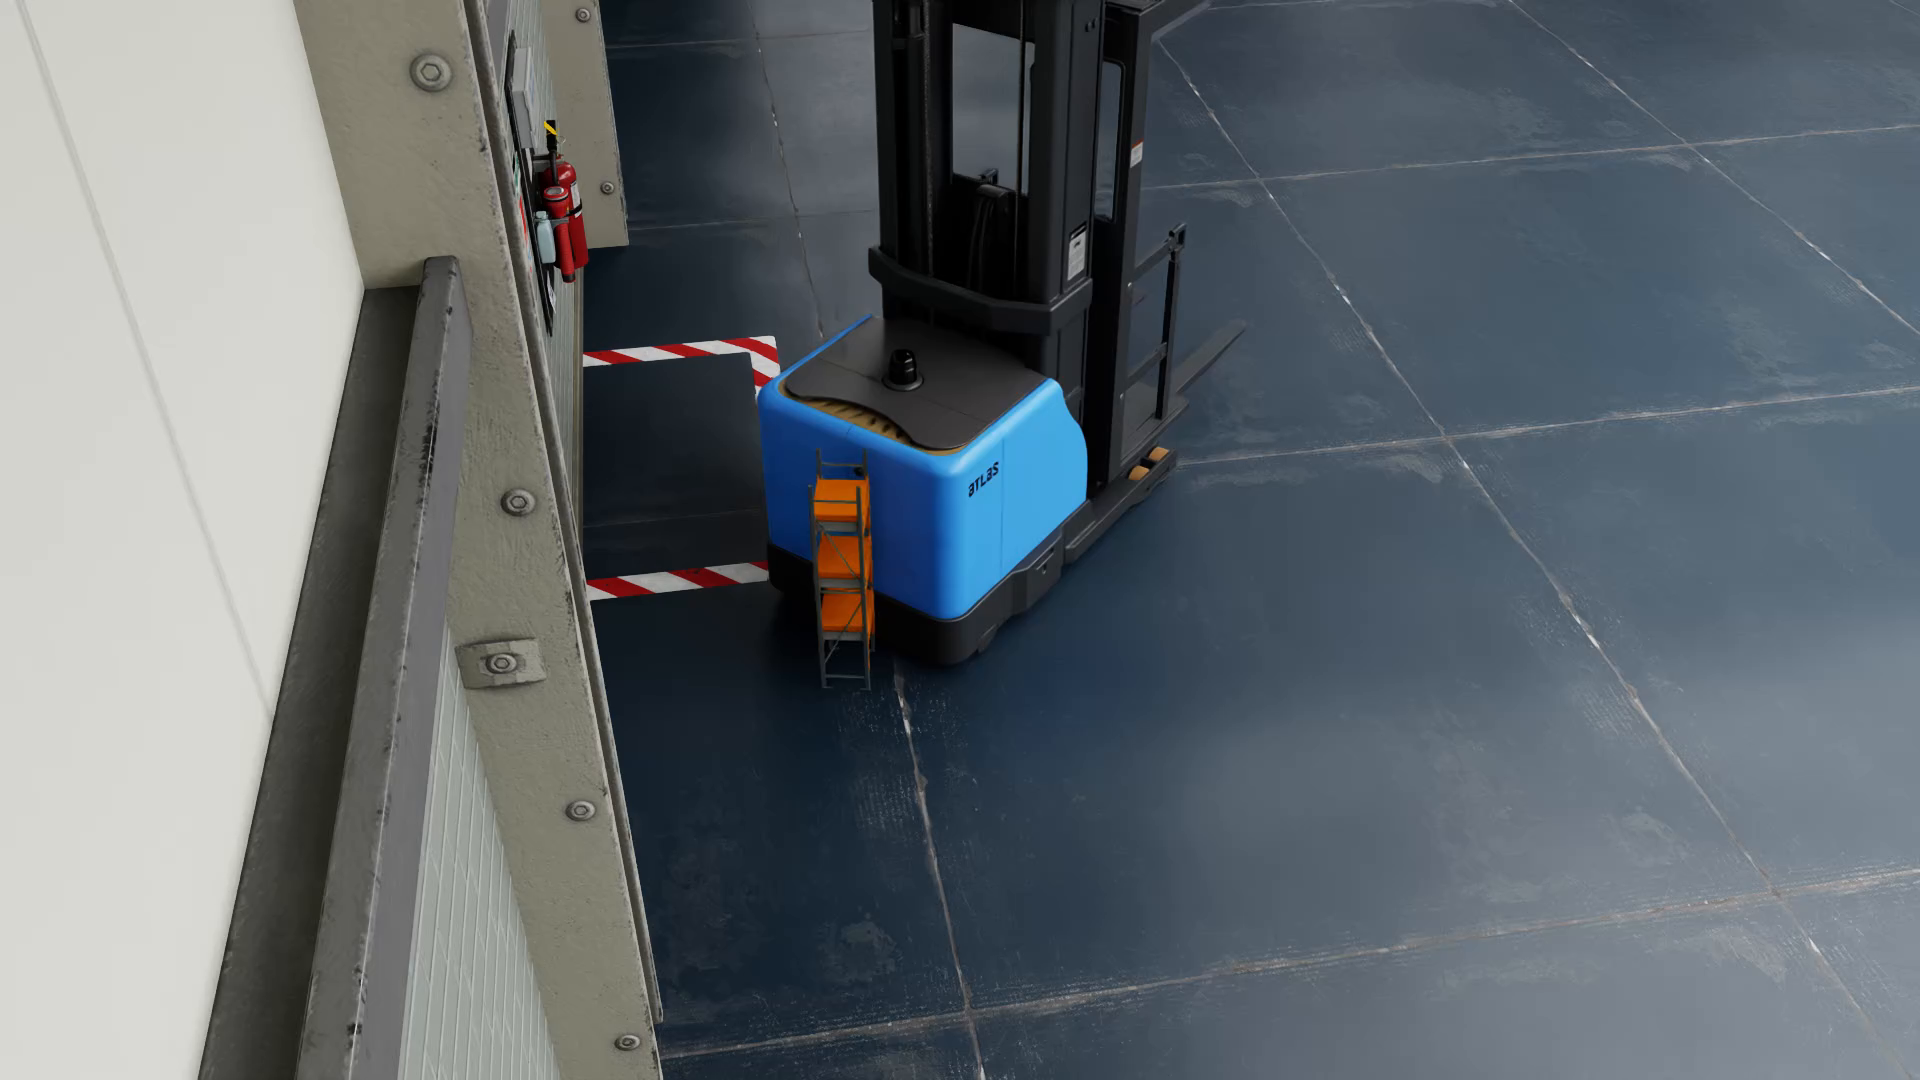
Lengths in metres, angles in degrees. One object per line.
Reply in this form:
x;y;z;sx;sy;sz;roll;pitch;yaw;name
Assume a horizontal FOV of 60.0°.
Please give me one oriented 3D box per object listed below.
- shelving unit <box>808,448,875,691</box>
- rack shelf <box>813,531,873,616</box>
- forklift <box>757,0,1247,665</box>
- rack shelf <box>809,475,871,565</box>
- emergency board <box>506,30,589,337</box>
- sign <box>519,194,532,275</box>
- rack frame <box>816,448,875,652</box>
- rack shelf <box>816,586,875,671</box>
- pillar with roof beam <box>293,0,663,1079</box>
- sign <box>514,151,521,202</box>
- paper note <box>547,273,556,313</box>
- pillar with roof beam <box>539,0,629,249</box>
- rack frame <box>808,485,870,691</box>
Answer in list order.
-0.470;0.135;6.720;0.215;1.050;0.252;2;38;2;shelving unit
-0.470;0.143;6.726;0.215;0.259;0.240;2;38;2;rack shelf
0.402;-1.499;7.290;1.130;2.935;3.031;23;43;27;forklift
-0.470;-0.080;6.551;0.215;0.259;0.240;2;38;2;rack shelf
-1.792;-1.573;7.329;0.194;1.169;0.643;-6;38;-8;emergency board
-1.796;-1.242;6.874;0.001;0.329;0.234;-6;38;-8;sign
-0.464;0.060;6.816;0.200;1.050;0.008;2;38;2;rack frame
-0.470;0.362;6.897;0.215;0.259;0.240;2;38;2;rack shelf
3.103;-2.277;3.346;9.100;9.000;0.400;-6;38;-8;pillar with roof beam
-1.788;-1.455;6.716;0.001;0.109;0.331;-6;38;-8;sign
-1.829;-1.110;7.452;0.016;0.148;0.142;-6;38;-8;paper note
2.051;-5.901;8.011;9.100;9.000;0.400;-6;38;-8;pillar with roof beam
-0.476;0.210;6.624;0.200;1.050;0.008;2;38;2;rack frame
